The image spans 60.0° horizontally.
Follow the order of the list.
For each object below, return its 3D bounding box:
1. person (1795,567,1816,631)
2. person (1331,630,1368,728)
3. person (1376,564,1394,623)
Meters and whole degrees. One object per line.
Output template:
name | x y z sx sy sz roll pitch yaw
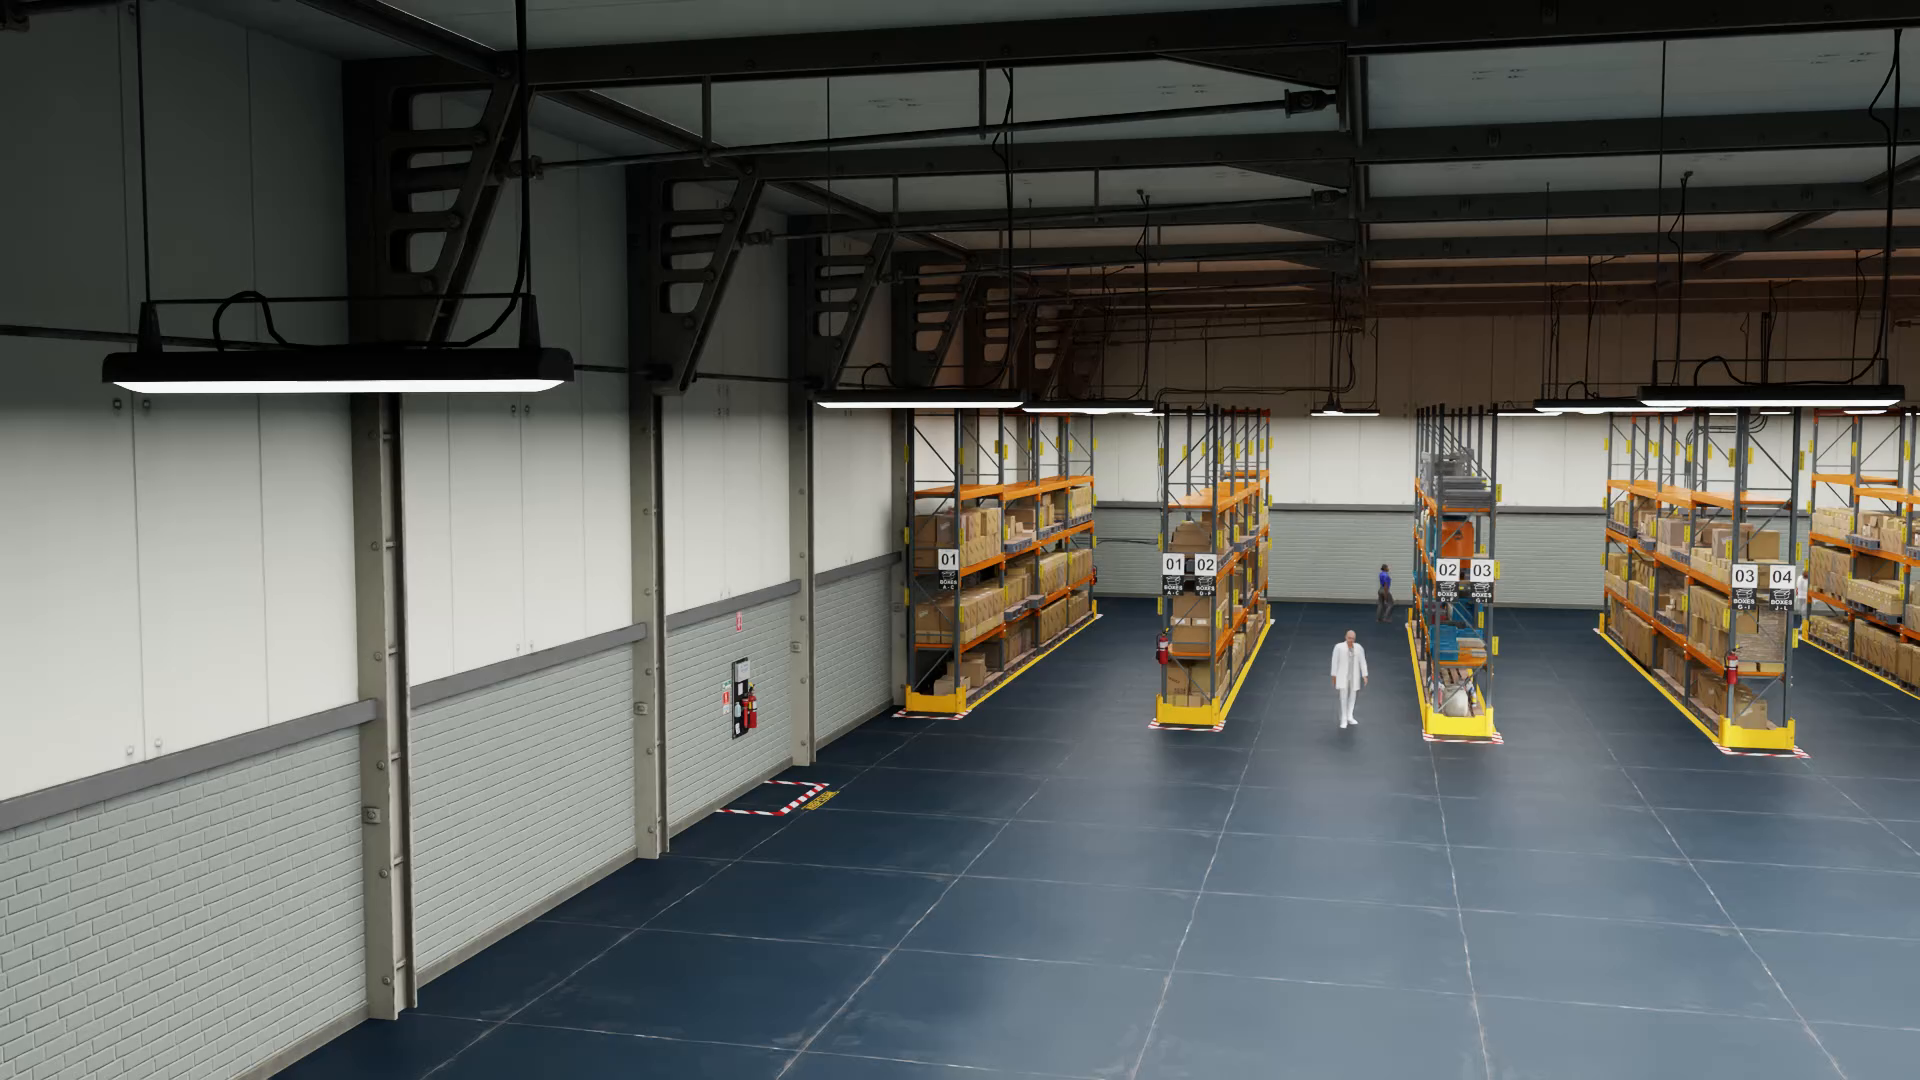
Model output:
person | 22.834 1.568 44.843 0.842 1.764 0.566 -2 5 -25
person | 7.256 2.600 31.009 0.646 1.856 0.555 0 4 -4
person | 11.923 1.518 46.709 0.464 1.714 0.507 -1 4 -15
